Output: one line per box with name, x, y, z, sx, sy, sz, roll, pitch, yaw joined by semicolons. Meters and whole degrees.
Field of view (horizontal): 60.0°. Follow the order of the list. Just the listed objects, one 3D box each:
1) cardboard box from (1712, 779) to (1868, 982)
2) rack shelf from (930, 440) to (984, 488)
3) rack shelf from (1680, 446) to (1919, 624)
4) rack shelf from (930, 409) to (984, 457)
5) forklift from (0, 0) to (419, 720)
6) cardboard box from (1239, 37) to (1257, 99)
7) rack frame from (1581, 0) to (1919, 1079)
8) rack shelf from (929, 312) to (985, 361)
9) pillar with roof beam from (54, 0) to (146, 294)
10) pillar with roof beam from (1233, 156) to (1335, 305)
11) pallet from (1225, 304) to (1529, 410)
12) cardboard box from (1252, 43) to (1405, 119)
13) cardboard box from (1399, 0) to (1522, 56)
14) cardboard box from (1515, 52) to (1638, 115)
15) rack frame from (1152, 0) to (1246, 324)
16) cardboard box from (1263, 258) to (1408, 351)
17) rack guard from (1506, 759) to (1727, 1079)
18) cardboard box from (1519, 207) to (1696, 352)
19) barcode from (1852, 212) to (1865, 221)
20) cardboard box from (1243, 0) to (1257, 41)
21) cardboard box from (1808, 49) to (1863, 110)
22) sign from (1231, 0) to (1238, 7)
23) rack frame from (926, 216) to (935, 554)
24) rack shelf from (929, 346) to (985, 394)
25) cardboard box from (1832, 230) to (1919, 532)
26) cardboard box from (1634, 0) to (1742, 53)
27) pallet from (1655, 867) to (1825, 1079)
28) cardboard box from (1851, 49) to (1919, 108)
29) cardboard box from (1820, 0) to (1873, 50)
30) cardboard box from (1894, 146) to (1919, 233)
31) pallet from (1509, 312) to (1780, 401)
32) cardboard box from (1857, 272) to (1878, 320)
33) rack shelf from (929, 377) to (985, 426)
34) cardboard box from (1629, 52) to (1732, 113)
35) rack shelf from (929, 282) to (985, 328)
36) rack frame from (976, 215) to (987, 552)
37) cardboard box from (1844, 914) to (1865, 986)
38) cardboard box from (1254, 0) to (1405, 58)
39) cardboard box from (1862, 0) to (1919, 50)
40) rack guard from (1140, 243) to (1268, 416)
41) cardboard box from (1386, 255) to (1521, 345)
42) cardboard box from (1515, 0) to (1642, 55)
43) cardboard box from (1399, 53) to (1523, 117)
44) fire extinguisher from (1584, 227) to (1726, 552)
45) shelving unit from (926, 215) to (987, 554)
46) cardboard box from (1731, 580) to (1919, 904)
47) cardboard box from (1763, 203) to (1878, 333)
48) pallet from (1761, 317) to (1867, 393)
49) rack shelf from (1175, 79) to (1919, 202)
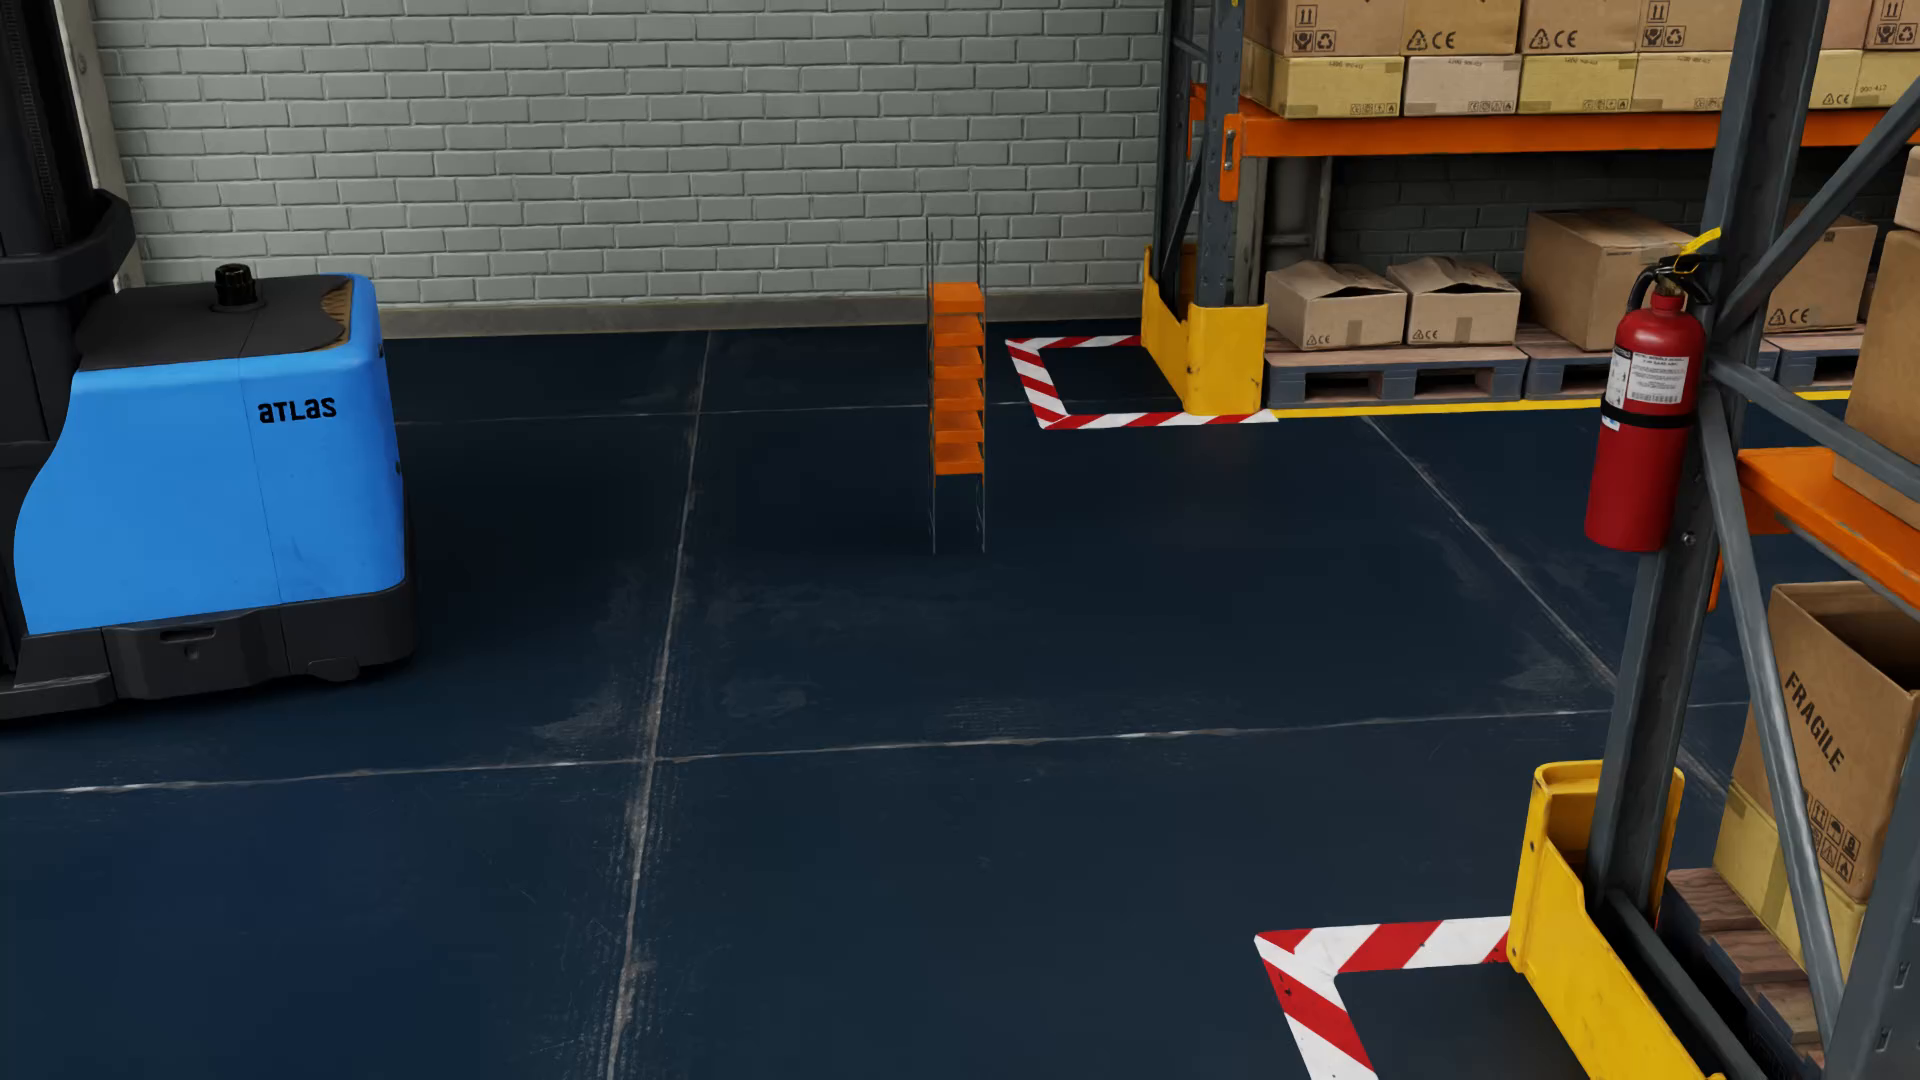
cardboard box;2.066;0.758;3.721;0.500;0.250;0.500;-2;24;-5
rack shelf;-0.014;-0.288;6.121;0.180;0.103;0.258;-2;24;-5
rack shelf;3.552;0.083;3.256;4.000;0.370;1.077;-2;24;-5
rack shelf;-0.014;-0.397;6.072;0.180;0.103;0.258;-2;24;-5
forklift;-3.303;-0.920;4.710;3.031;2.935;1.130;-7;25;-16
cardboard box;1.517;-2.206;7.680;0.500;0.250;0.500;-2;24;-4
rack frame;1.562;-0.166;2.931;0.127;3.000;1.000;-2;24;-5
rack shelf;-0.014;-0.726;5.926;0.180;0.103;0.258;-2;24;-5
pillar with roof beam;-3.865;-3.308;2.612;0.400;9.000;9.100;-2;24;-5
pillar with roof beam;2.106;-3.547;3.151;0.400;9.000;9.100;-2;24;-5
pallet;1.959;-0.915;8.049;1.213;0.211;1.003;-2;24;-5
cardboard box;1.588;-2.000;7.217;0.500;0.250;0.500;-3;24;-7
cardboard box;2.068;-2.365;7.114;0.500;0.500;0.500;-2;24;-5
cardboard box;2.611;-2.044;7.317;0.500;0.250;0.500;-3;24;-6
rack frame;1.071;-2.168;7.435;0.127;3.000;1.000;-2;24;-5
cardboard box;1.768;-1.132;7.872;0.500;0.311;0.500;-5;24;-11
rack guard;1.538;0.977;3.436;0.348;0.500;1.175;-2;24;-5
cardboard box;3.071;-1.250;7.905;0.500;0.500;0.700;-4;24;-8
barcode;4.491;-1.608;8.317;0.075;0.075;0.001;-2;24;-5
cardboard box;1.519;-2.556;7.545;0.500;0.500;0.500;-3;24;-6
cardboard box;3.614;-2.084;7.406;0.500;0.250;0.500;-2;24;-5
sign;1.125;-2.345;6.766;0.005;0.325;0.100;-2;24;-5
rack frame;-0.105;-0.544;5.997;0.006;1.200;0.240;-2;24;-5
rack shelf;-0.014;-0.617;5.974;0.180;0.103;0.258;-2;24;-5
cardboard box;2.027;-0.225;2.941;0.500;0.500;0.700;-2;24;-5
cardboard box;3.096;-2.408;7.212;0.500;0.500;0.500;-2;24;-3
pallet;2.319;1.061;3.604;1.213;0.211;1.003;-2;24;-5
cardboard box;4.113;-2.111;7.465;0.500;0.250;0.500;-2;24;-5
cardboard box;3.613;-2.429;7.259;0.500;0.500;0.500;-3;24;-7
cardboard box;1.923;-0.601;2.986;0.250;0.149;0.380;-3;24;-6
pallet;3.170;-0.963;8.156;1.213;0.211;1.003;-2;24;-5
cardboard box;4.522;-1.201;8.205;0.250;0.166;0.380;-5;25;-12
rack shelf;-0.014;-0.507;6.023;0.180;0.103;0.258;-2;24;-5
cardboard box;3.114;-2.064;7.360;0.500;0.250;0.500;-2;24;-5
rack shelf;-0.014;-0.836;5.877;0.180;0.103;0.258;-2;24;-5
rack frame;0.077;-0.551;6.013;0.006;1.200;0.240;-2;24;-5
cardboard box;2.117;0.967;3.250;0.500;0.250;0.500;-2;24;-5
cardboard box;1.576;-2.349;7.079;0.500;0.500;0.500;-2;24;-5
cardboard box;4.115;-2.445;7.295;0.500;0.500;0.500;-2;24;-5
rack guard;1.147;-1.029;7.950;0.348;0.500;1.175;-2;24;-5
cardboard box;2.336;-1.155;7.923;0.500;0.311;0.500;0;24;-1
cardboard box;2.583;-2.383;7.155;0.500;0.500;0.500;-3;24;-7
cardboard box;2.103;-2.027;7.276;0.500;0.250;0.500;-3;24;-7
fire extinguisher;1.398;-0.314;3.358;0.183;0.674;0.296;-2;24;-5
shelving unit;-0.014;-0.548;6.005;0.189;1.200;0.258;-2;24;-5
cardboard box;2.066;0.414;3.570;0.500;0.500;0.500;-2;24;-5
cardboard box;4.023;-1.329;8.083;0.500;0.500;0.500;-4;24;-9
pallet;4.387;-1.013;8.268;1.213;0.211;1.003;-2;24;-5
rack shelf;3.061;-1.919;7.761;4.000;0.370;1.077;-2;24;-5
